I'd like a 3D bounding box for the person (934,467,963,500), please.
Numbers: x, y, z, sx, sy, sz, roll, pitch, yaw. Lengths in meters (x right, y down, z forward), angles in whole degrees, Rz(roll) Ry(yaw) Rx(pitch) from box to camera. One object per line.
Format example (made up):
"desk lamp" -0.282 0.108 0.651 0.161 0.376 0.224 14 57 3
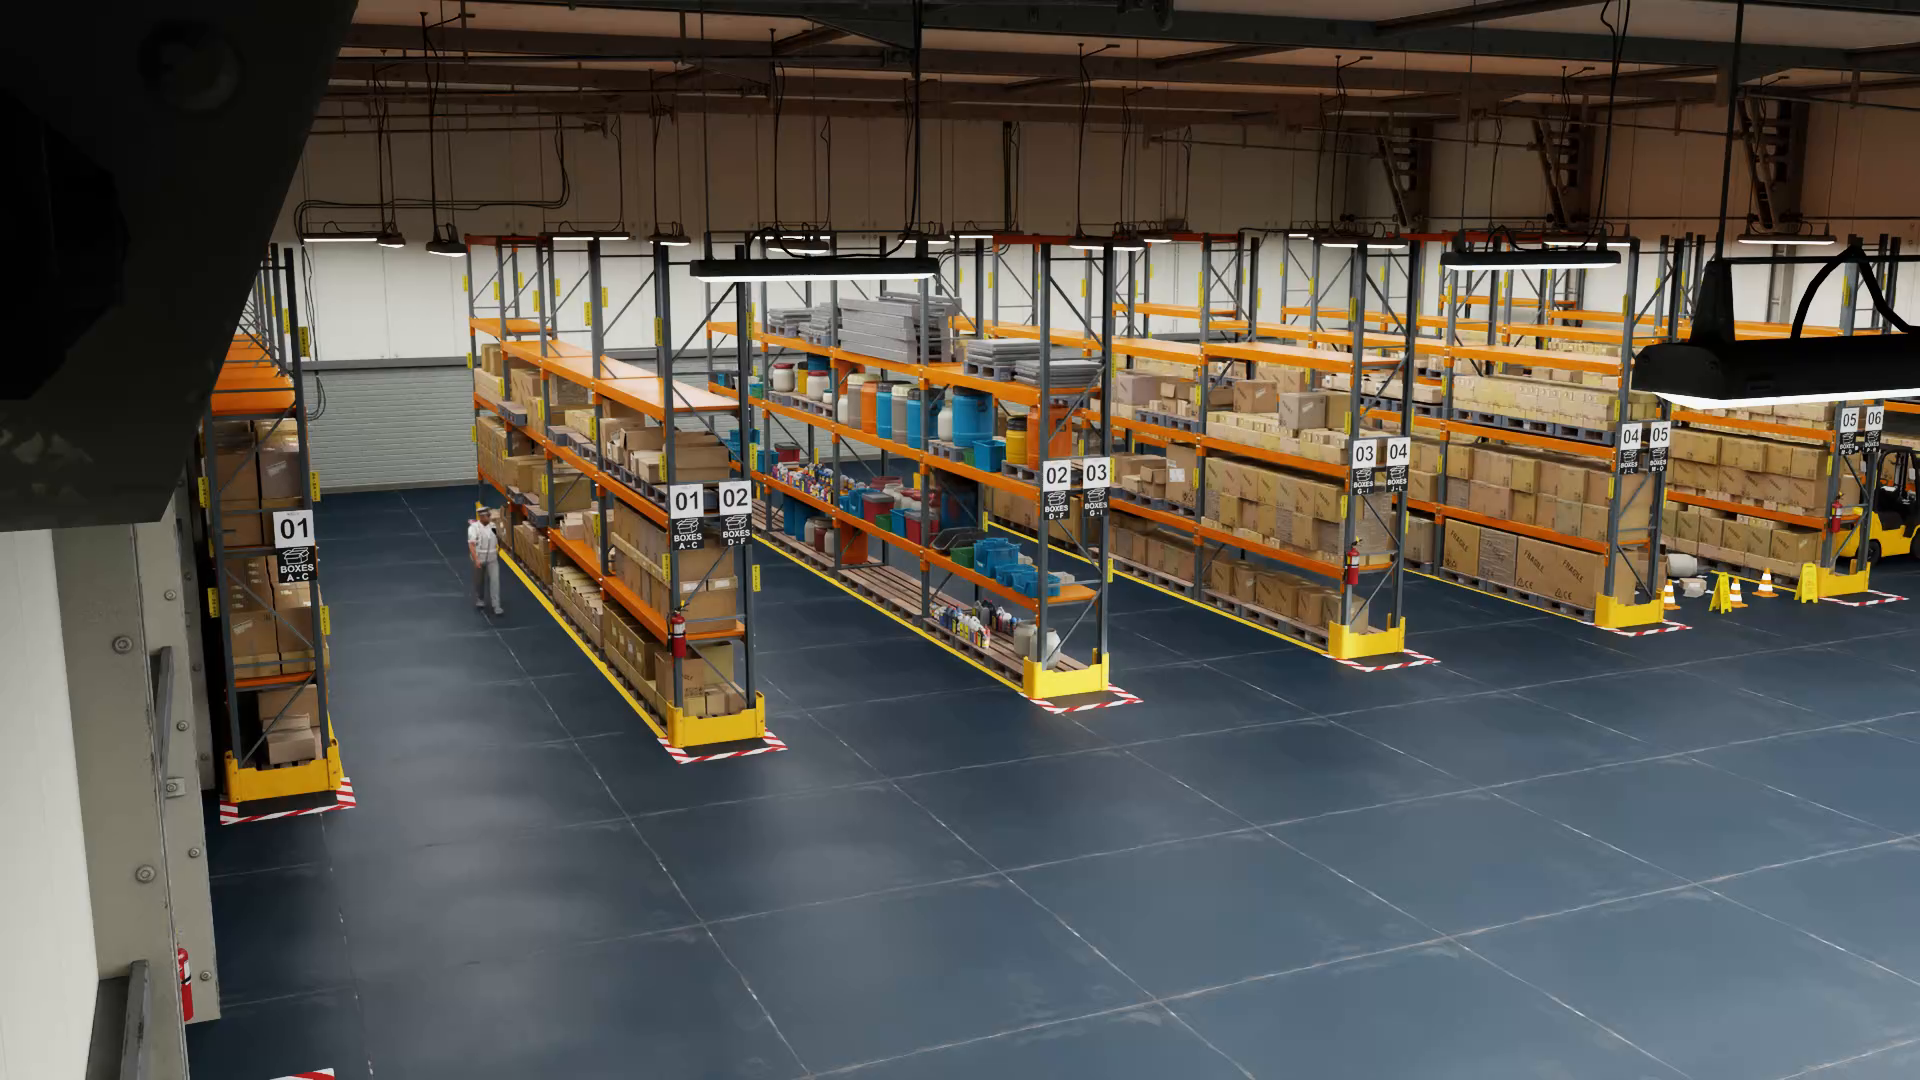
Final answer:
"person" -0.196 -1.111 34.141 0.650 1.722 1.096 -3 11 -14

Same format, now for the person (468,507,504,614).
"person" -7.708 0.304 26.962 0.512 1.710 0.997 -5 12 -23
